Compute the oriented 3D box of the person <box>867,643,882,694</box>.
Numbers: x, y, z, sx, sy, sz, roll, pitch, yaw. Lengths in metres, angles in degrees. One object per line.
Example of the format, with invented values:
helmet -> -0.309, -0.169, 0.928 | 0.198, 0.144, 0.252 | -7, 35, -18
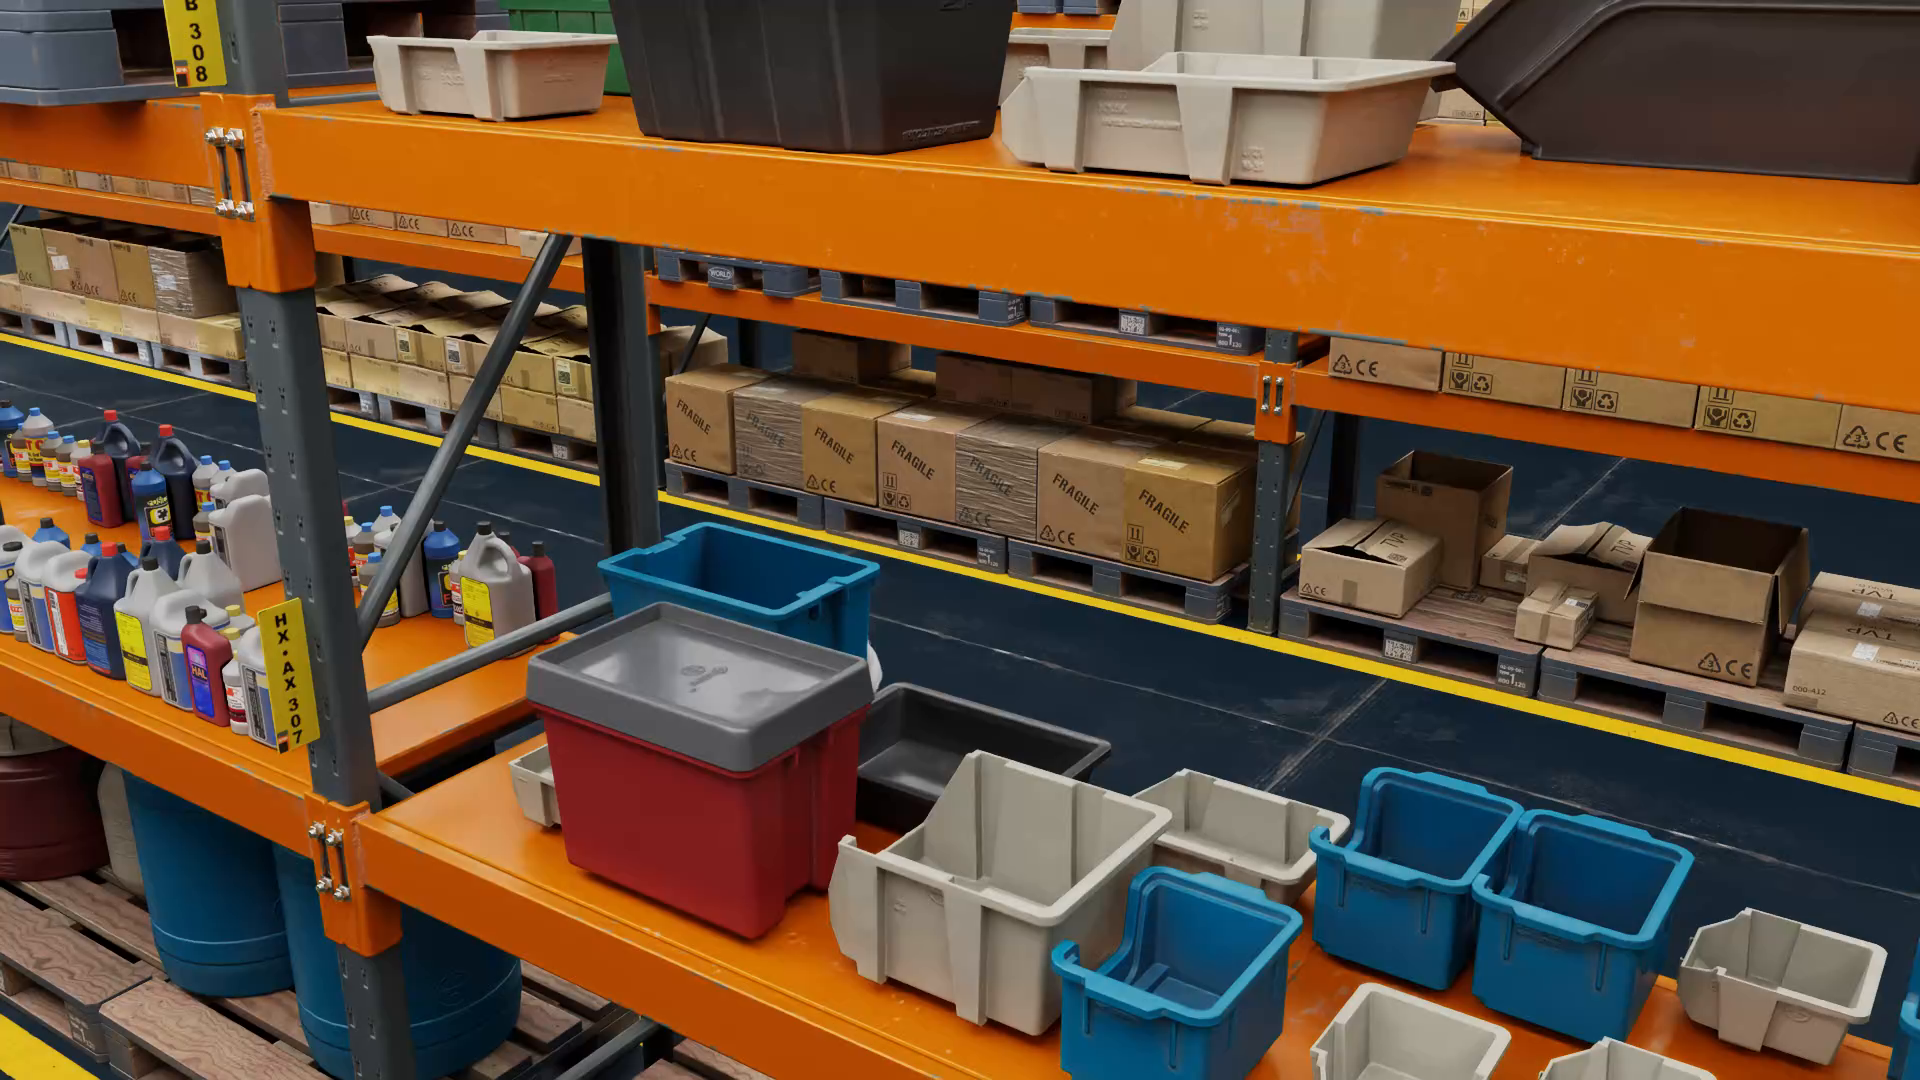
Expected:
person -> -0.631, 0.577, 6.109 | 0.574, 0.994, 0.884 | 13, 23, 32
